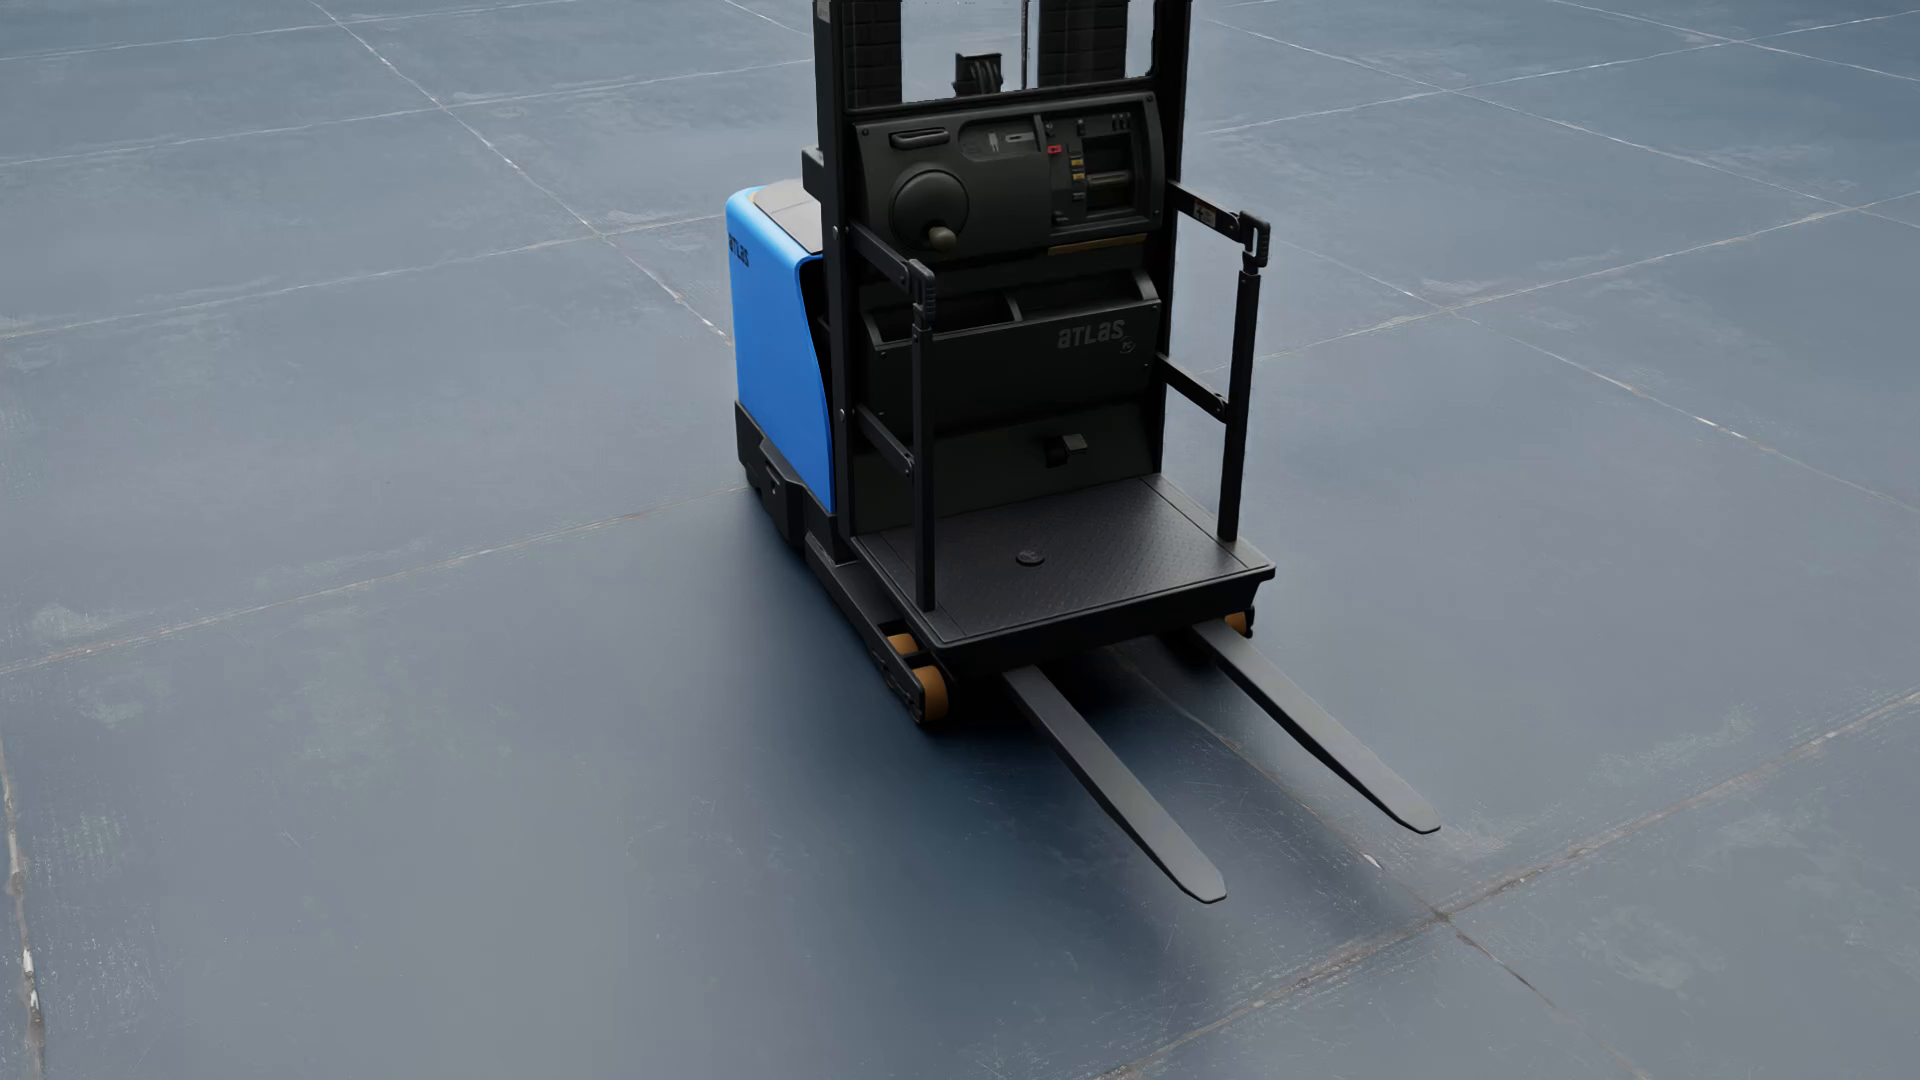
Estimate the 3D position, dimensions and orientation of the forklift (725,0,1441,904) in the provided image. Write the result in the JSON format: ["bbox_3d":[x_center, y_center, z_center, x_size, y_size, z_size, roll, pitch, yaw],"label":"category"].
[{"bbox_3d":[0.244,-0.994,4.517,1.130,2.935,3.031,-12,31,-21],"label":"forklift"}]
